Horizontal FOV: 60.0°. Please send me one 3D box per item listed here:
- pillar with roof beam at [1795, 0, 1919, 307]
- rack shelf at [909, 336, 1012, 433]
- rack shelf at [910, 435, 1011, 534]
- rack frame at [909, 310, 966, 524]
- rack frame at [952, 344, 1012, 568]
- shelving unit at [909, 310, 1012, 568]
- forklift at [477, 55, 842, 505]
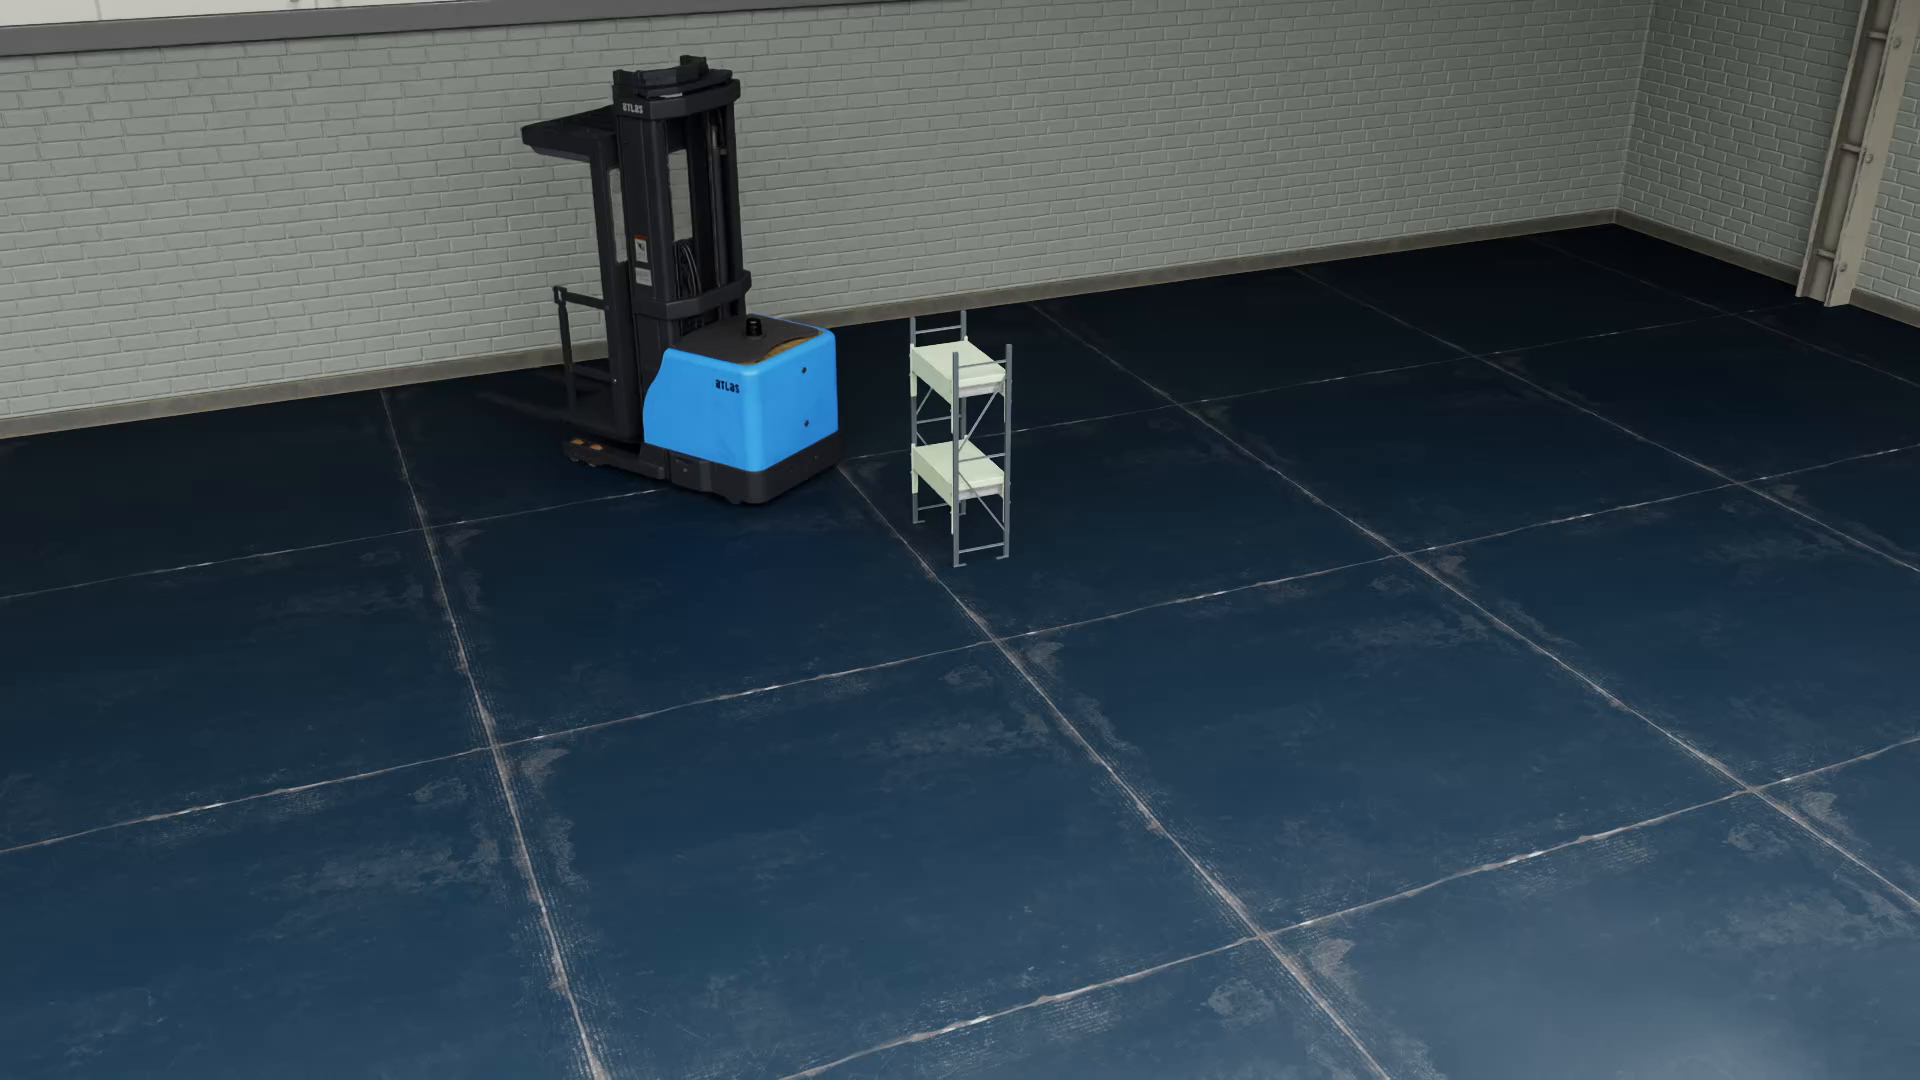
[{"bbox_3d":[4.443,-5.650,12.711,9.100,9.000,0.400,-11,28,-21],"label":"pillar with roof beam"},{"bbox_3d":[-0.003,-1.027,10.901,0.431,0.370,0.720,-11,28,-21],"label":"rack shelf"},{"bbox_3d":[-0.003,-0.384,11.216,0.431,0.370,0.720,-11,28,-21],"label":"rack shelf"},{"bbox_3d":[-0.146,-0.824,11.375,0.400,1.500,0.023,-11,28,-21],"label":"rack frame"},{"bbox_3d":[0.141,-0.529,10.770,0.400,1.500,0.023,-11,28,-21],"label":"rack frame"},{"bbox_3d":[-0.003,-0.677,11.073,0.431,1.500,0.755,-11,28,-21],"label":"shelving unit"},{"bbox_3d":[-2.406,-2.045,12.243,3.031,2.935,1.130,16,30,29],"label":"forklift"}]
